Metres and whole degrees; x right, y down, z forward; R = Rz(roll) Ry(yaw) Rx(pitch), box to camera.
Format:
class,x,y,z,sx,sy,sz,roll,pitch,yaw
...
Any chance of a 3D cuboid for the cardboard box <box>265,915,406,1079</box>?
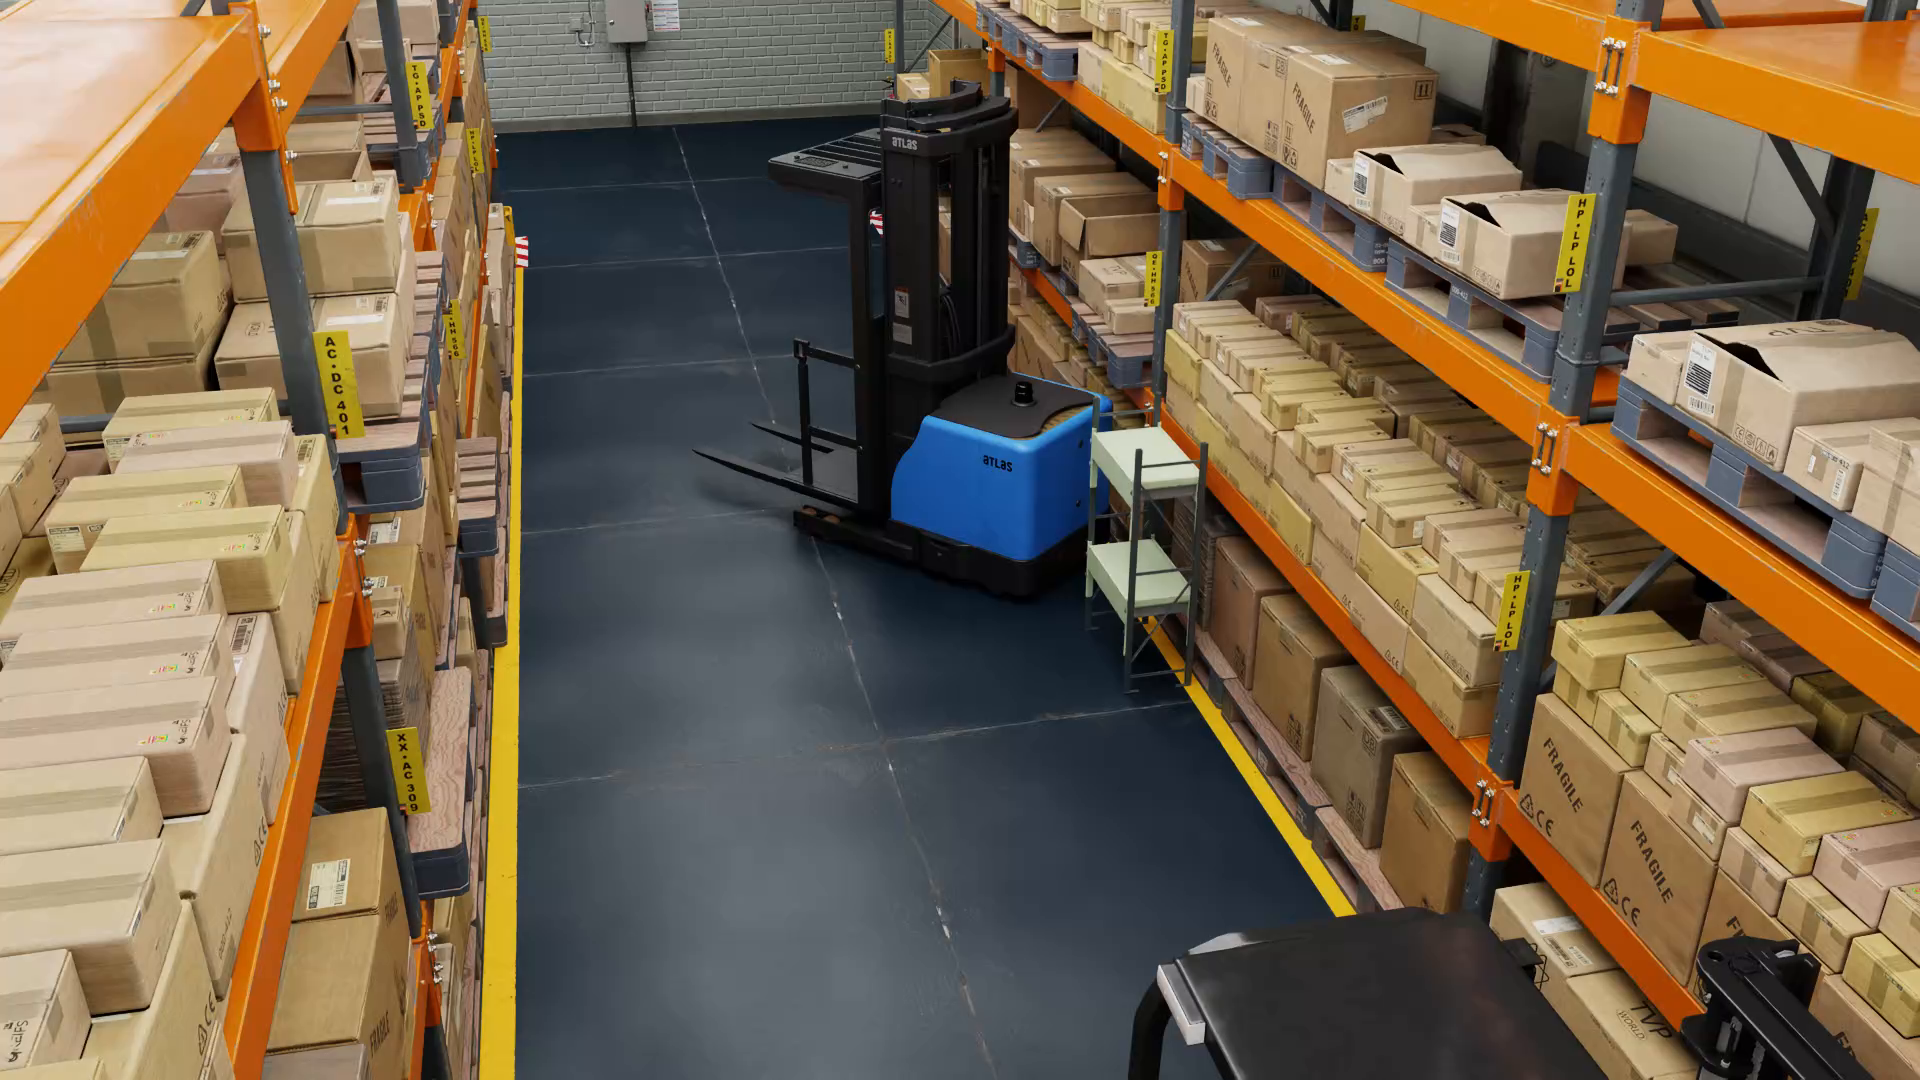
class,x,y,z,sx,sy,sz,roll,pitch,yaw
cardboard box,-1.833,1.406,4.540,0.500,0.500,0.500,-5,27,-10

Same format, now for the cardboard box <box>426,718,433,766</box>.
class,x,y,z,sx,sy,sz,roll,pitch,yaw
cardboard box,-2.162,0.728,6.137,0.380,0.149,0.250,-5,27,-11

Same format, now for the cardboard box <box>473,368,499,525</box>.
class,x,y,z,sx,sy,sz,roll,pitch,yaw
cardboard box,-3.471,-0.510,10.670,0.875,0.875,0.875,-6,27,-11

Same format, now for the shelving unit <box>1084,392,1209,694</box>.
class,x,y,z,sx,sy,sz,roll,pitch,yaw
shelving unit,1.031,0.014,9.403,0.431,1.500,0.755,-6,27,-12

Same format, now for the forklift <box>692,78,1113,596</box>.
class,x,y,z,sx,sy,sz,roll,pitch,yaw
forklift,-0.503,-1.476,10.767,3.031,2.935,1.130,18,32,32

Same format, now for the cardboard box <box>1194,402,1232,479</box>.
class,x,y,z,sx,sy,sz,roll,pitch,yaw
cardboard box,1.606,-0.565,9.053,0.500,0.250,0.500,-7,28,-13

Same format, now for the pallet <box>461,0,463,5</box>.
class,x,y,z,sx,sy,sz,roll,pitch,yaw
pallet,-4.546,-4.517,13.487,1.003,0.211,1.213,-6,27,-12

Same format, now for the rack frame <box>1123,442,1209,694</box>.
class,x,y,z,sx,sy,sz,roll,pitch,yaw
rack frame,1.116,0.175,9.086,0.400,1.500,0.023,-6,27,-12

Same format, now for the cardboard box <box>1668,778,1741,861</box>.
class,x,y,z,sx,sy,sz,roll,pitch,yaw
cardboard box,2.482,0.856,5.240,0.380,0.149,0.250,-5,27,-10

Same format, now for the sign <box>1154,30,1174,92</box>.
class,x,y,z,sx,sy,sz,roll,pitch,yaw
sign,1.107,-2.589,8.993,0.100,0.325,0.005,-6,27,-12

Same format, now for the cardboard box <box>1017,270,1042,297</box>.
class,x,y,z,sx,sy,sz,roll,pitch,yaw
cardboard box,0.661,-2.029,13.046,0.380,0.149,0.250,-7,28,-14

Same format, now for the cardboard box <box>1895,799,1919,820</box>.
class,x,y,z,sx,sy,sz,roll,pitch,yaw
cardboard box,3.063,0.916,5.122,0.380,0.149,0.250,-5,27,-10

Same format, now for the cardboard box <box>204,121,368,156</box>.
class,x,y,z,sx,sy,sz,roll,pitch,yaw
cardboard box,-2.995,-1.534,7.367,0.700,0.500,0.500,-6,27,-12

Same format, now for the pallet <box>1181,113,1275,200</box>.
class,x,y,z,sx,sy,sz,roll,pitch,yaw
pallet,1.876,-2.039,8.688,1.213,0.211,1.003,-5,27,-9

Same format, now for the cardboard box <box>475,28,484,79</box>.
class,x,y,z,sx,sy,sz,roll,pitch,yaw
cardboard box,-4.661,-4.383,15.230,0.500,0.500,0.500,-5,27,-10

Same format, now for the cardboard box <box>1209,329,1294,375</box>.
class,x,y,z,sx,sy,sz,roll,pitch,yaw
cardboard box,1.565,-1.010,8.938,0.380,0.149,0.250,-5,27,-10

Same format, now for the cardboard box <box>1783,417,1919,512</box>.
class,x,y,z,sx,sy,sz,roll,pitch,yaw
cardboard box,2.516,-0.211,4.558,0.380,0.149,0.250,-5,27,-10

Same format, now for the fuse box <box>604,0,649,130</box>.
class,x,y,z,sx,sy,sz,roll,pitch,yaw
fuse box,-4.216,-6.126,21.335,0.539,1.711,0.414,-6,27,-12

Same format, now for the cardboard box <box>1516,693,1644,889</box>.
class,x,y,z,sx,sy,sz,roll,pitch,yaw
cardboard box,2.383,0.860,5.953,0.500,0.500,0.500,-7,28,-13

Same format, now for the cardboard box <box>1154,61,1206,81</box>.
class,x,y,z,sx,sy,sz,roll,pitch,yaw
cardboard box,1.322,-2.654,9.421,0.380,0.149,0.250,-5,27,-11

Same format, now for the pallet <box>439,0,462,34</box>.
class,x,y,z,sx,sy,sz,roll,pitch,yaw
pallet,-4.275,-3.983,12.428,1.003,0.211,1.213,-6,27,-12

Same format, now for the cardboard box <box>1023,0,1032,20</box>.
class,x,y,z,sx,sy,sz,roll,pitch,yaw
cardboard box,0.647,-3.668,11.408,0.380,0.149,0.250,-6,27,-12

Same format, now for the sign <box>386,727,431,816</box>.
class,x,y,z,sx,sy,sz,roll,pitch,yaw
sign,-1.771,0.744,5.333,0.100,0.325,0.005,-6,27,-12

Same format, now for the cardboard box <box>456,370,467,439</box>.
class,x,y,z,sx,sy,sz,roll,pitch,yaw
cardboard box,-3.064,-0.741,9.401,0.500,0.250,0.500,-6,27,-12

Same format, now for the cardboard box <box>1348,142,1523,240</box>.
class,x,y,z,sx,sy,sz,roll,pitch,yaw
cardboard box,1.964,-1.478,6.889,0.500,0.311,0.500,-7,28,-13

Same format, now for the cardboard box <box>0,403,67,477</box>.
class,x,y,z,sx,sy,sz,roll,pitch,yaw
cardboard box,-2.545,-0.223,4.274,0.380,0.149,0.250,-6,27,-13

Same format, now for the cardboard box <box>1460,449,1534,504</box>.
class,x,y,z,sx,sy,sz,roll,pitch,yaw
cardboard box,2.493,-0.282,7.495,0.380,0.149,0.250,-6,27,-12

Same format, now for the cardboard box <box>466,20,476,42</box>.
class,x,y,z,sx,sy,sz,roll,pitch,yaw
cardboard box,-4.505,-4.509,14.760,0.380,0.149,0.250,-6,27,-12

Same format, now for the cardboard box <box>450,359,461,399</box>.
class,x,y,z,sx,sy,sz,roll,pitch,yaw
cardboard box,-3.073,-0.971,9.303,0.500,0.250,0.500,-6,27,-12

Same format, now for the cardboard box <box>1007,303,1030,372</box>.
class,x,y,z,sx,sy,sz,roll,pitch,yaw
cardboard box,0.624,-1.665,13.375,0.500,0.500,0.500,-5,27,-9

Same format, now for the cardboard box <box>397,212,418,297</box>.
class,x,y,z,sx,sy,sz,roll,pitch,yaw
cardboard box,-2.289,-1.009,6.139,0.500,0.250,0.500,-6,27,-12

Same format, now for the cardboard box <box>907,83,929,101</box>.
class,x,y,z,sx,sy,sz,roll,pitch,yaw
cardboard box,-0.213,-4.203,15.931,0.500,0.250,0.500,-6,27,-11

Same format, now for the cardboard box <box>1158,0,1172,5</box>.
class,x,y,z,sx,sy,sz,roll,pitch,yaw
cardboard box,1.478,-3.396,10.560,0.380,0.149,0.250,-6,27,-12

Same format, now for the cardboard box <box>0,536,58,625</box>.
class,x,y,z,sx,sy,sz,roll,pitch,yaw
cardboard box,-2.340,0.230,3.819,0.500,0.250,0.500,-6,27,-12

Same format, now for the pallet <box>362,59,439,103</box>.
class,x,y,z,sx,sy,sz,roll,pitch,yaw
pallet,-3.651,-2.590,9.779,1.003,0.211,1.213,-5,27,-9

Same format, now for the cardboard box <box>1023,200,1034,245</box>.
class,x,y,z,sx,sy,sz,roll,pitch,yaw
cardboard box,0.674,-2.307,12.022,0.396,0.266,0.258,-5,27,-9

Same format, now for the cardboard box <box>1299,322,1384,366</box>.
class,x,y,z,sx,sy,sz,roll,pitch,yaw
cardboard box,2.073,-1.061,9.040,0.380,0.149,0.250,-6,27,-12

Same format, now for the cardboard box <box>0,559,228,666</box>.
class,x,y,z,sx,sy,sz,roll,pitch,yaw
cardboard box,-1.764,0.179,3.479,0.380,0.149,0.250,-6,28,-13

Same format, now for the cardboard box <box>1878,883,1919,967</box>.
class,x,y,z,sx,sy,sz,roll,pitch,yaw
cardboard box,2.761,1.051,4.524,0.380,0.149,0.250,-6,27,-11

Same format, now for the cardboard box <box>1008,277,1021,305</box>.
class,x,y,z,sx,sy,sz,roll,pitch,yaw
cardboard box,0.556,-2.006,13.329,0.380,0.149,0.250,-5,27,-9

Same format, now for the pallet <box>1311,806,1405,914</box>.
class,x,y,z,sx,sy,sz,roll,pitch,yaw
pallet,2.333,1.608,7.675,1.003,0.211,1.213,-6,27,-12

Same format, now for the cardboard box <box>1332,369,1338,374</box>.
class,x,y,z,sx,sy,sz,roll,pitch,yaw
cardboard box,2.125,-0.836,9.035,0.500,0.250,0.500,-6,27,-11

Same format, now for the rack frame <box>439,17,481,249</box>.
class,x,y,z,sx,sy,sz,roll,pitch,yaw
rack frame,-4.101,-2.323,12.370,1.000,3.000,0.127,-6,27,-12

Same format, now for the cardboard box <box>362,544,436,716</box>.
class,x,y,z,sx,sy,sz,roll,pitch,yaw
cardboard box,-2.237,0.369,6.129,0.500,0.500,0.500,-6,27,-11

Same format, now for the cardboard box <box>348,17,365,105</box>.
class,x,y,z,sx,sy,sz,roll,pitch,yaw
cardboard box,-3.607,-2.554,8.921,0.700,0.500,0.500,-7,28,-14

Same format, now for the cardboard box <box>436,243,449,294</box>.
class,x,y,z,sx,sy,sz,roll,pitch,yaw
cardboard box,-3.072,-1.300,9.122,0.500,0.500,0.500,-7,28,-13

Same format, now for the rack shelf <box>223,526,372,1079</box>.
class,x,y,z,sx,sy,sz,roll,pitch,yaw
rack shelf,-1.847,1.049,3.159,1.077,0.370,4.000,-6,27,-12

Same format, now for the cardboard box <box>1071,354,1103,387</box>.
class,x,y,z,sx,sy,sz,roll,pitch,yaw
cardboard box,1.006,-1.210,11.753,0.380,0.149,0.250,-7,28,-14

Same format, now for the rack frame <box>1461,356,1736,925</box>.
class,x,y,z,sx,sy,sz,roll,pitch,yaw
rack frame,2.537,0.683,6.414,1.000,3.000,0.127,-6,27,-12

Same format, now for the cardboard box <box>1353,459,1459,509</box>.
class,x,y,z,sx,sy,sz,roll,pitch,yaw
cardboard box,1.978,-0.226,7.385,0.380,0.149,0.250,-7,28,-13

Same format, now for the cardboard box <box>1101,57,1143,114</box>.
class,x,y,z,sx,sy,sz,roll,pitch,yaw
cardboard box,1.170,-2.766,10.086,0.500,0.250,0.500,-6,27,-11

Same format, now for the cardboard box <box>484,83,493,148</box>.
class,x,y,z,sx,sy,sz,roll,pitch,yaw
cardboard box,-4.636,-3.939,15.461,0.500,0.500,0.500,-6,27,-11

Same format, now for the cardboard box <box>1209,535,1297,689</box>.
class,x,y,z,sx,sy,sz,roll,pitch,yaw
cardboard box,1.918,0.361,9.222,0.875,0.625,0.625,-5,27,-10

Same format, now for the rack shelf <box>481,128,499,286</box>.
class,x,y,z,sx,sy,sz,roll,pitch,yaw
rack shelf,-4.551,-2.880,14.272,1.077,0.370,4.000,-6,27,-12

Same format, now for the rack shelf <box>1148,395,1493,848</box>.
class,x,y,z,sx,sy,sz,roll,pitch,yaw
rack shelf,2.087,0.126,8.316,1.077,0.370,4.000,-6,27,-12

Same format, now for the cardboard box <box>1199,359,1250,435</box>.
class,x,y,z,sx,sy,sz,roll,pitch,yaw
cardboard box,1.610,-0.790,8.944,0.500,0.250,0.500,-5,27,-10
